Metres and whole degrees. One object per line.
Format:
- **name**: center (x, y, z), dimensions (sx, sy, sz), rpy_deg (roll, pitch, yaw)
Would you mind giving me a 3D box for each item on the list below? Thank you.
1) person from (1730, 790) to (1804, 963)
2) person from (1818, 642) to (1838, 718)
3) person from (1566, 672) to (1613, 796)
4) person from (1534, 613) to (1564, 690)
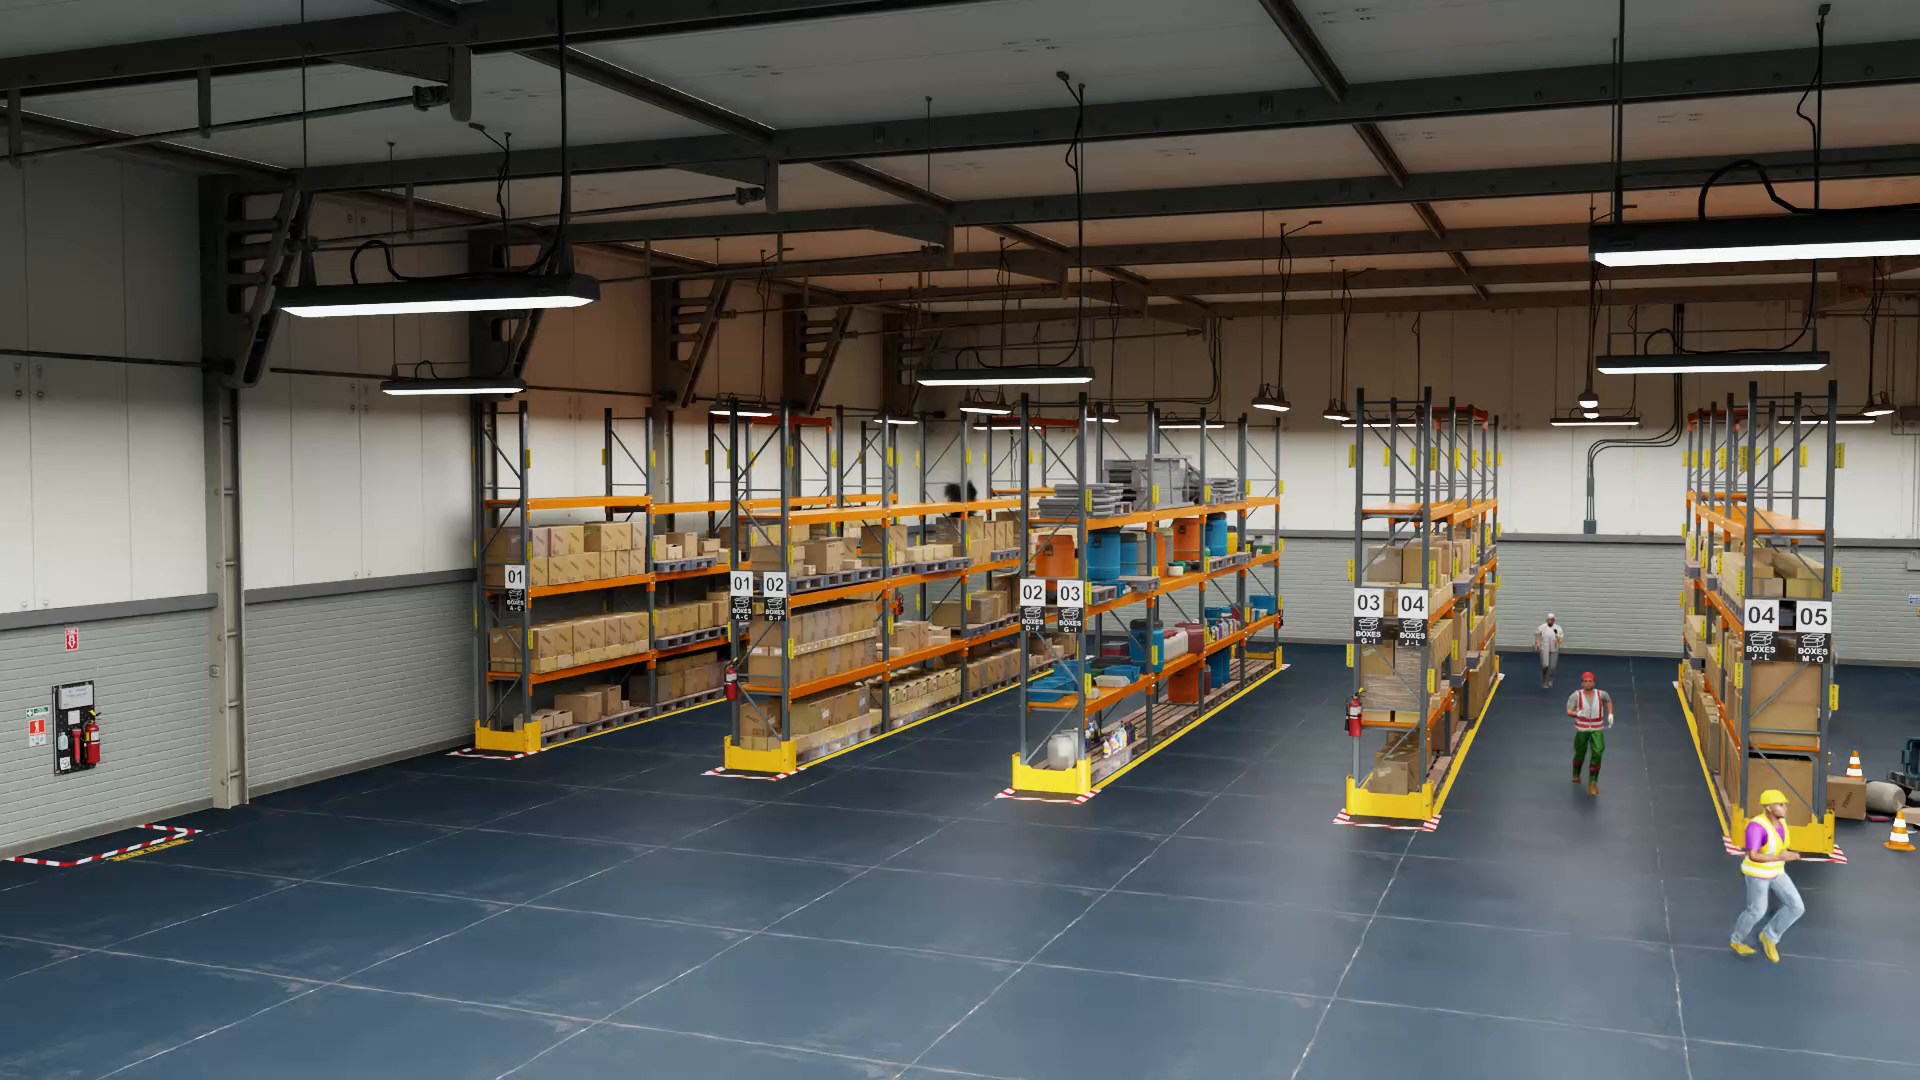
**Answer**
- **person**: center (7.999, 3.315, 16.462), dimensions (0.735, 1.732, 0.793), rpy_deg (-2, 3, -30)
- **person**: center (16.605, 2.643, 31.966), dimensions (0.504, 1.638, 0.711), rpy_deg (1, 3, 16)
- **person**: center (9.474, 2.892, 25.041), dimensions (0.675, 1.837, 0.919), rpy_deg (1, 3, 16)
- **person**: center (12.793, 2.424, 36.103), dimensions (0.575, 1.672, 0.764), rpy_deg (1, 3, 11)
